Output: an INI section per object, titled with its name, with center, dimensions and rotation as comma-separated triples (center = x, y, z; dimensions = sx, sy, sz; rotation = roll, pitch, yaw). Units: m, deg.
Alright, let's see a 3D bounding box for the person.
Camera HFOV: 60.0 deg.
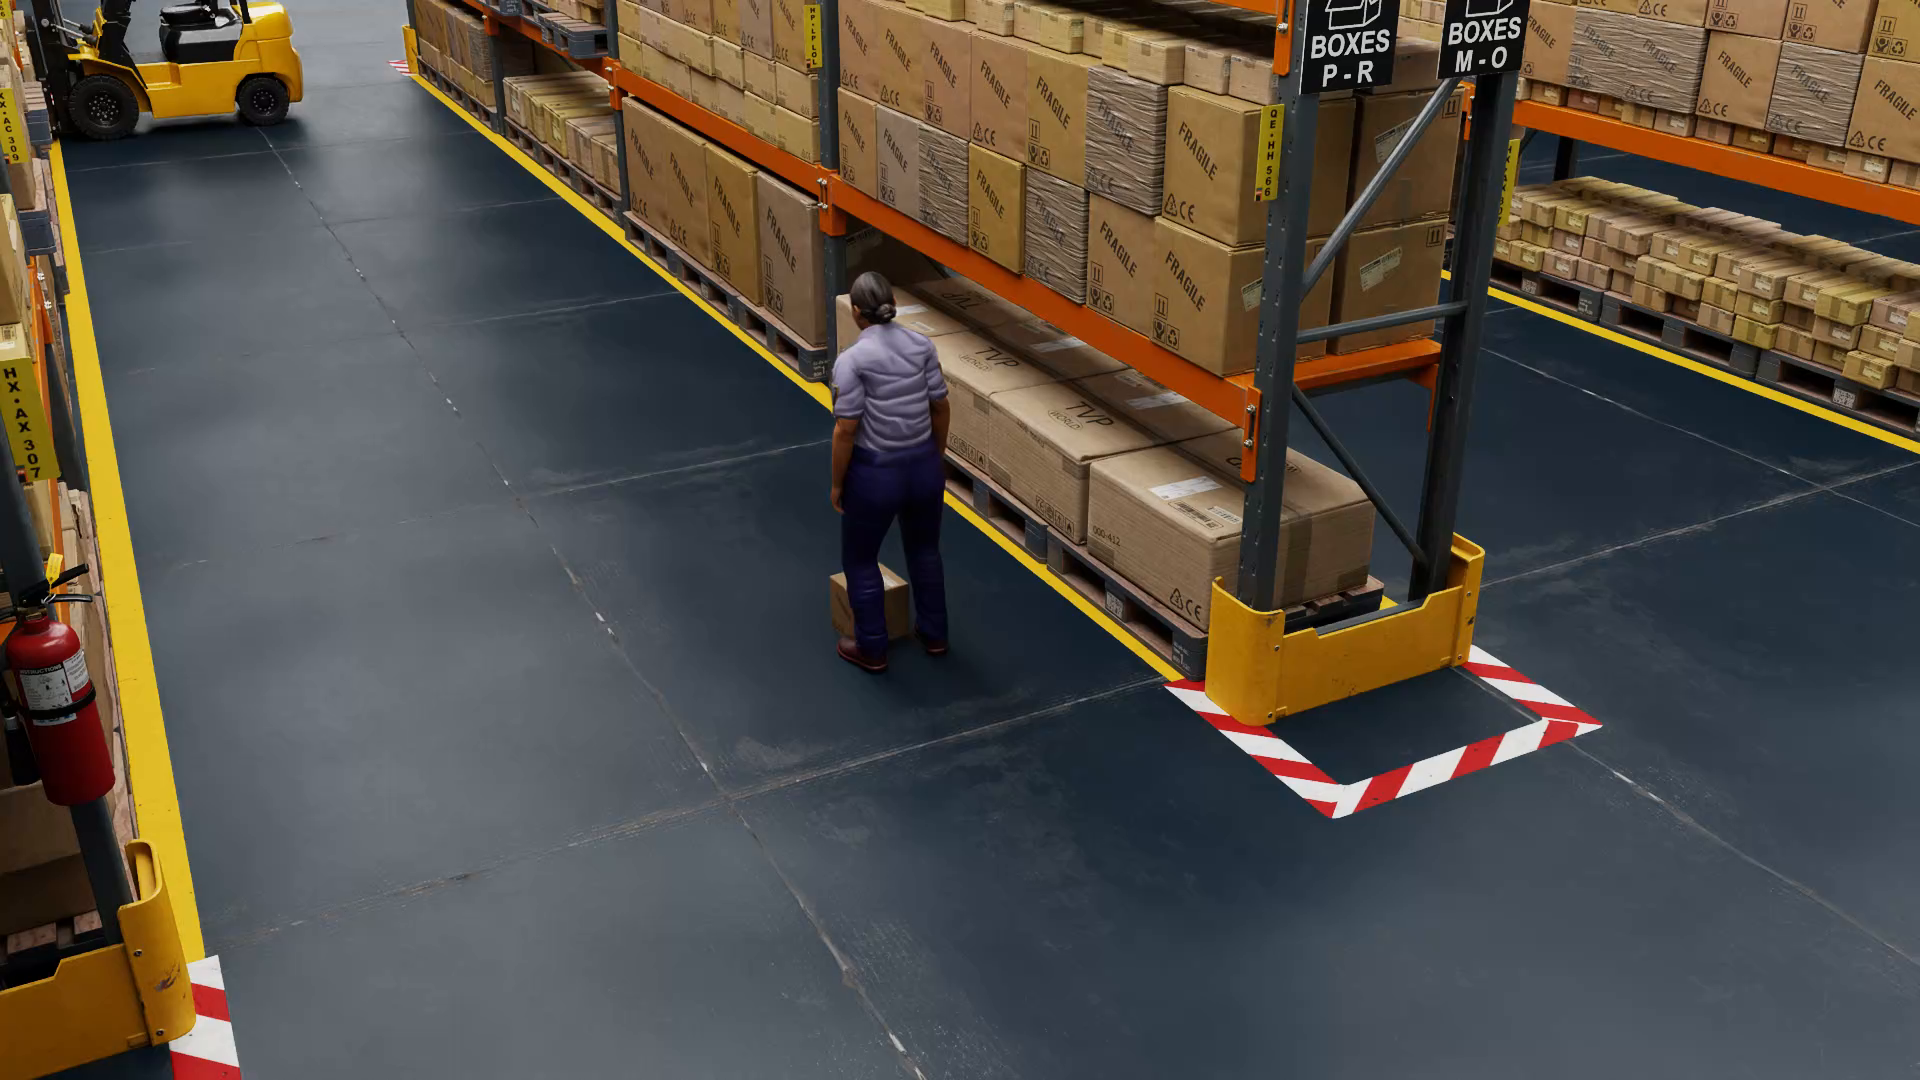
[person]
center = -0.275, -0.259, 6.661
dimensions = 0.549, 1.650, 0.374
rotation = -14, 29, -27
